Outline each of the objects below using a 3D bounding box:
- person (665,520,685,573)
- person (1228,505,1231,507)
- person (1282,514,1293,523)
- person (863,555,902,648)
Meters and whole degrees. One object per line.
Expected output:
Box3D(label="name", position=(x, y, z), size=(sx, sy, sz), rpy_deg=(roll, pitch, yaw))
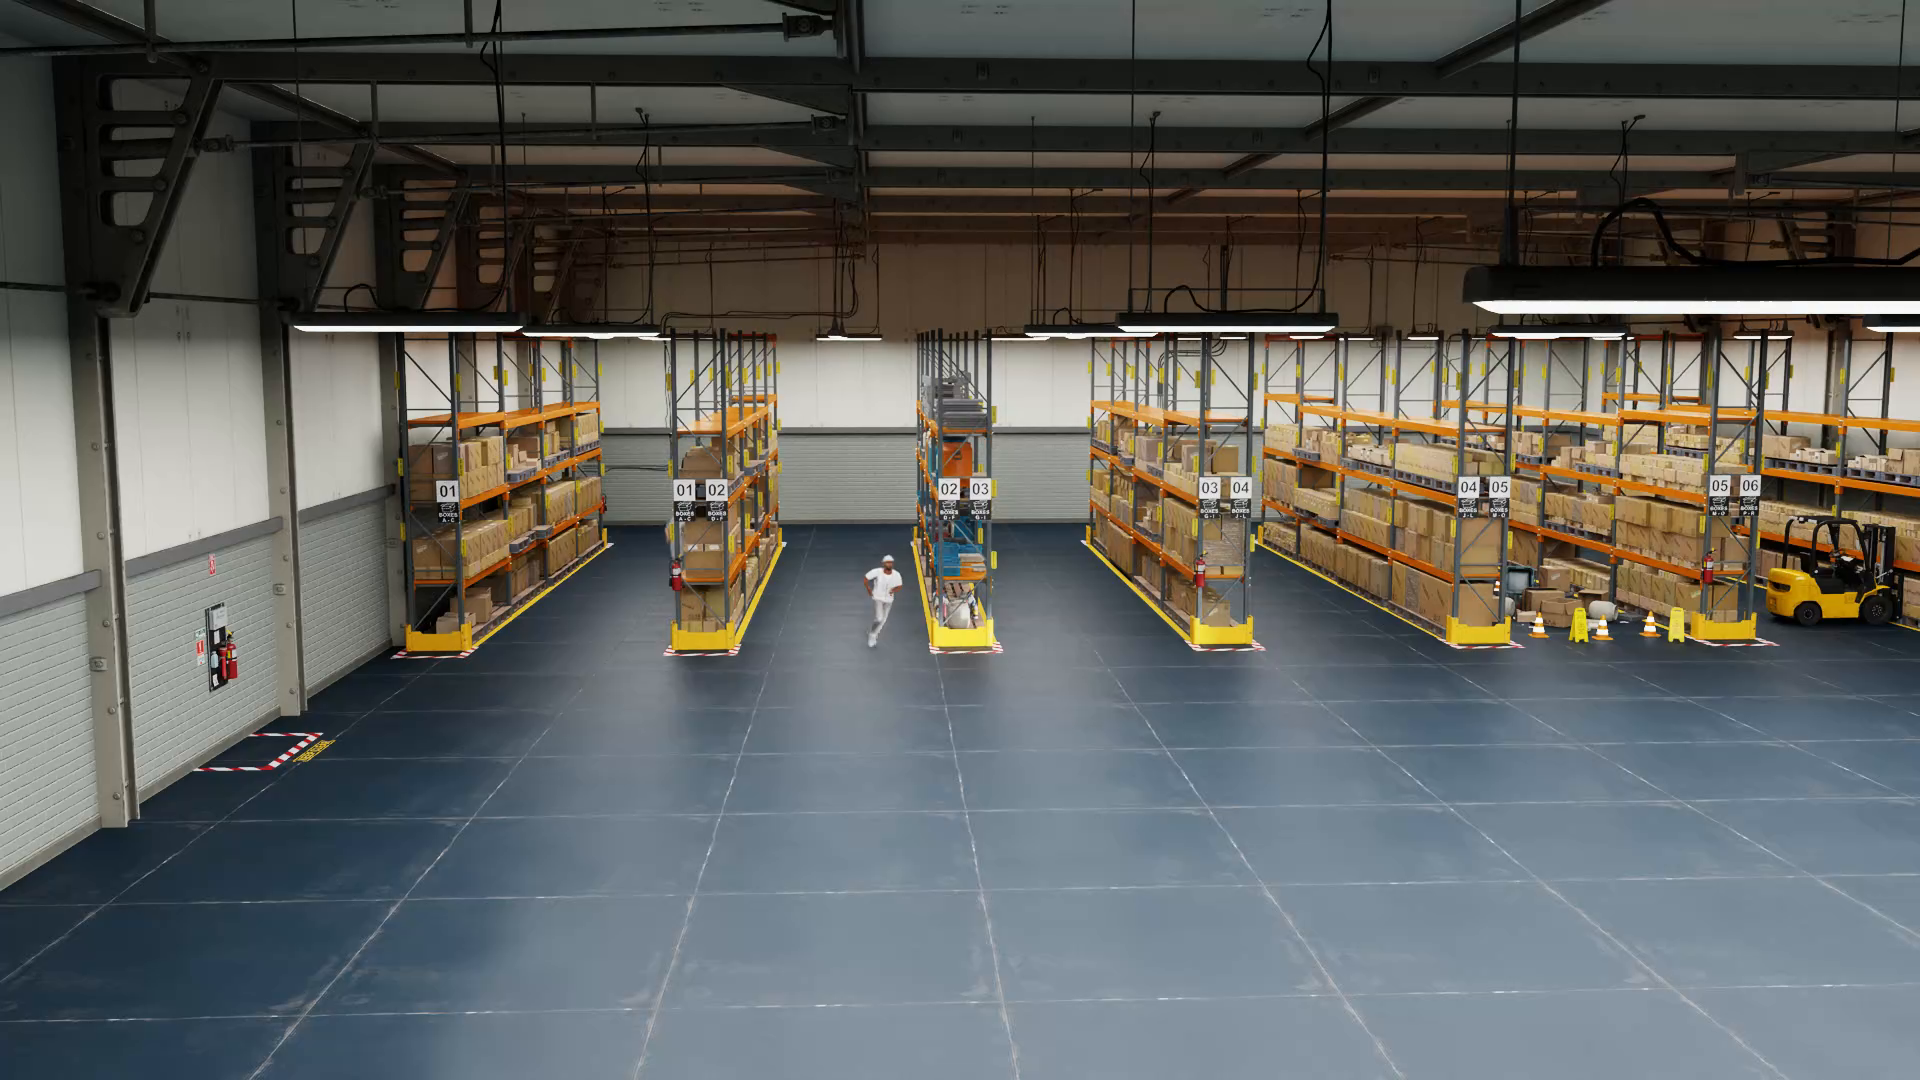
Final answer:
Box3D(label="person", position=(-6.906, 0.110, 40.582), size=(0.537, 1.726, 0.771), rpy_deg=(-1, 7, -12))
Box3D(label="person", position=(7.263, -0.318, 43.927), size=(0.673, 1.751, 0.590), rpy_deg=(-1, 7, -7))
Box3D(label="person", position=(9.678, -0.894, 48.890), size=(0.845, 1.656, 0.602), rpy_deg=(4, 8, 30))
Box3D(label="person", position=(-1.443, 1.154, 31.576), size=(0.685, 1.755, 0.632), rpy_deg=(-3, 7, -24))
